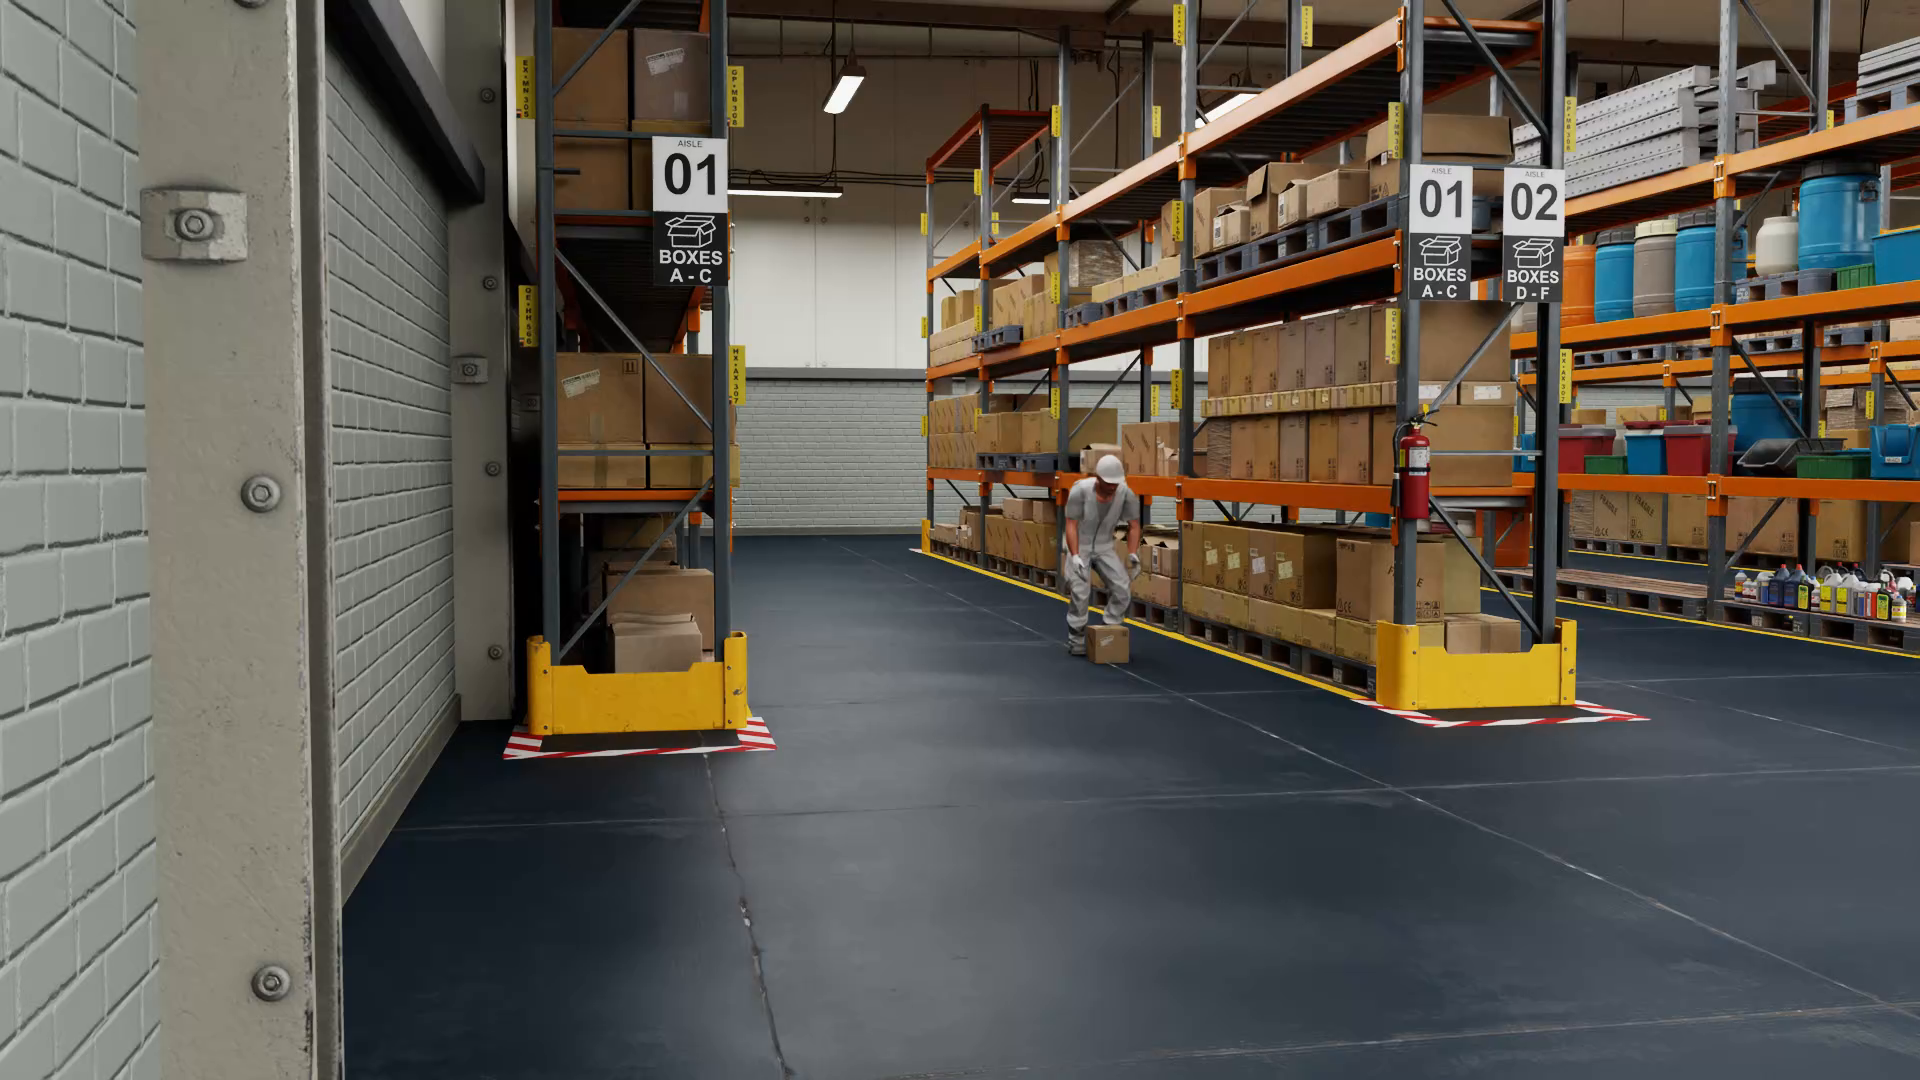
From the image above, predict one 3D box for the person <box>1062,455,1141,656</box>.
[{"bbox_3d":[1.055,0.112,12.442,0.581,1.500,0.711,-1,3,-11],"label":"person"}]
